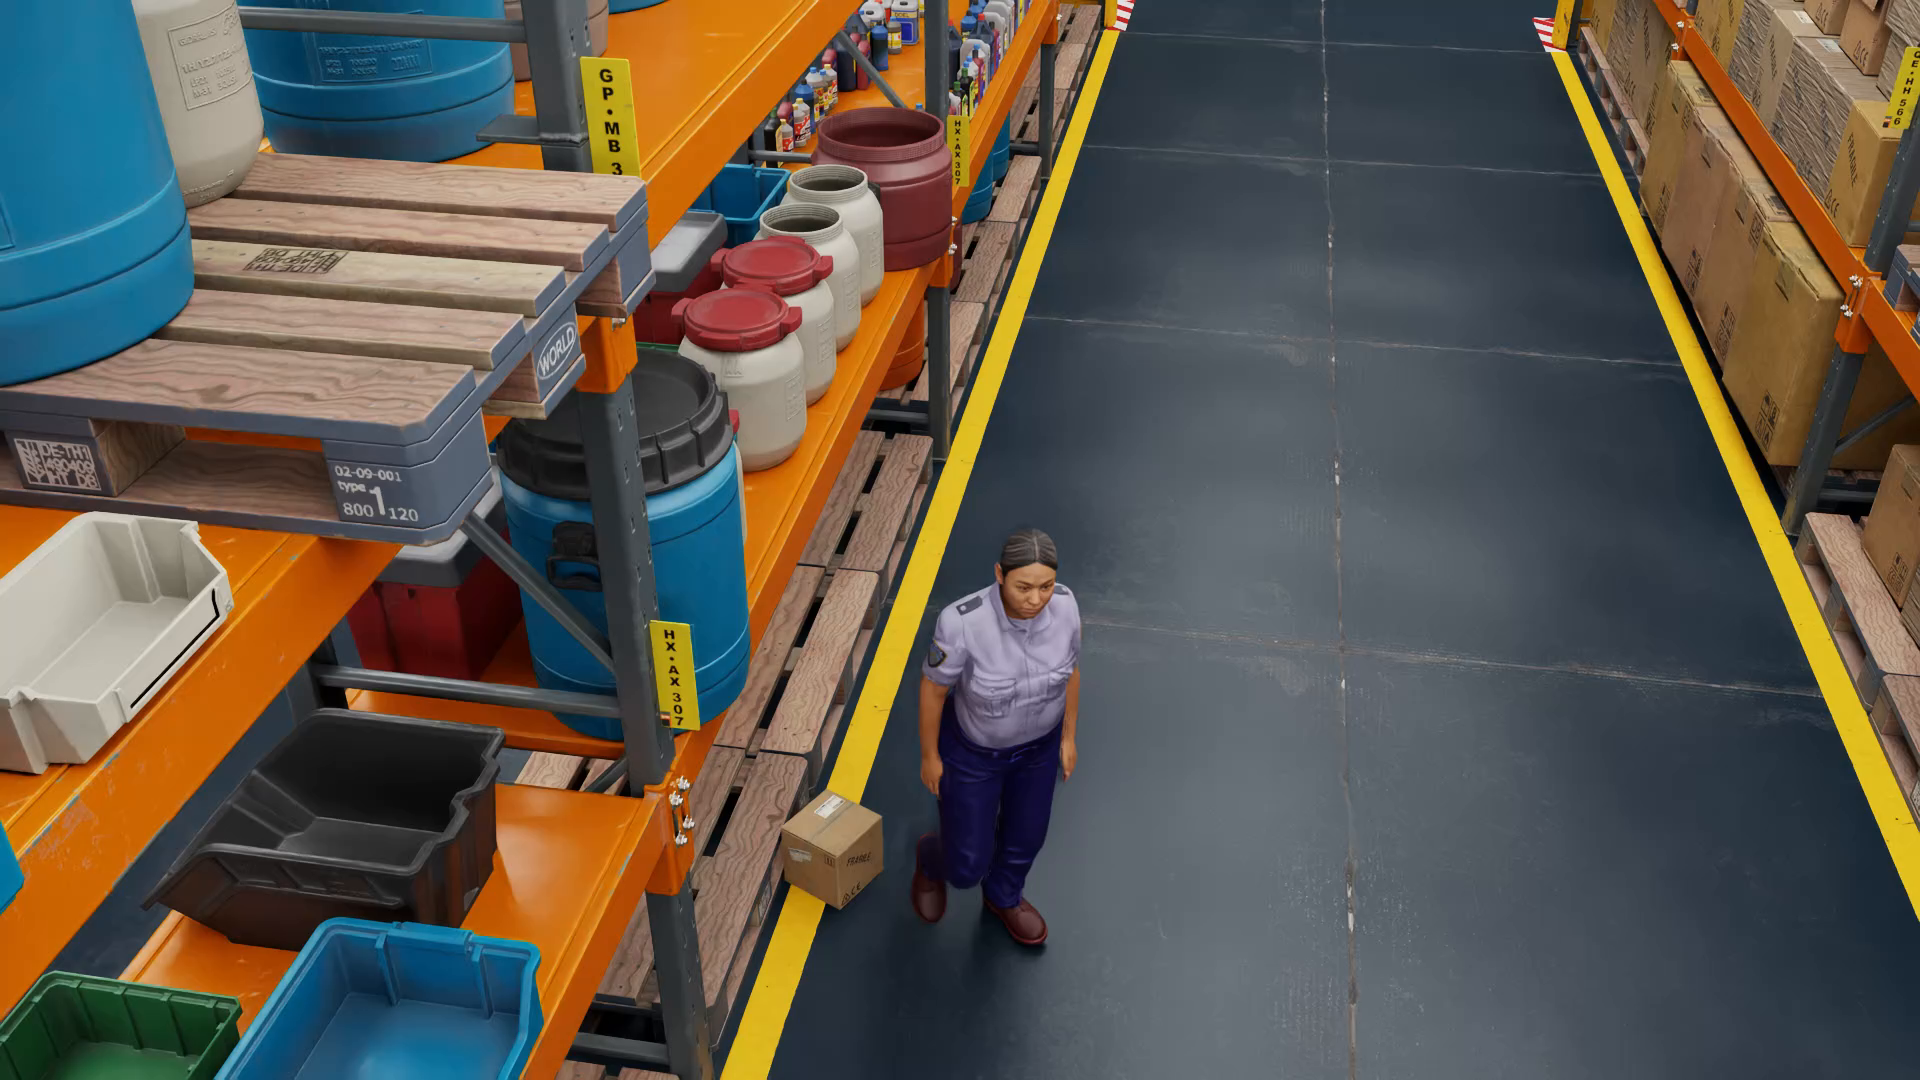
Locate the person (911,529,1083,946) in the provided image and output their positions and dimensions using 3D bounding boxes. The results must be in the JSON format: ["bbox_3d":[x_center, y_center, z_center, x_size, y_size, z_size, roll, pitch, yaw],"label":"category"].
[{"bbox_3d":[0.097,0.607,5.165,0.512,1.633,0.518,-15,36,-22],"label":"person"}]
